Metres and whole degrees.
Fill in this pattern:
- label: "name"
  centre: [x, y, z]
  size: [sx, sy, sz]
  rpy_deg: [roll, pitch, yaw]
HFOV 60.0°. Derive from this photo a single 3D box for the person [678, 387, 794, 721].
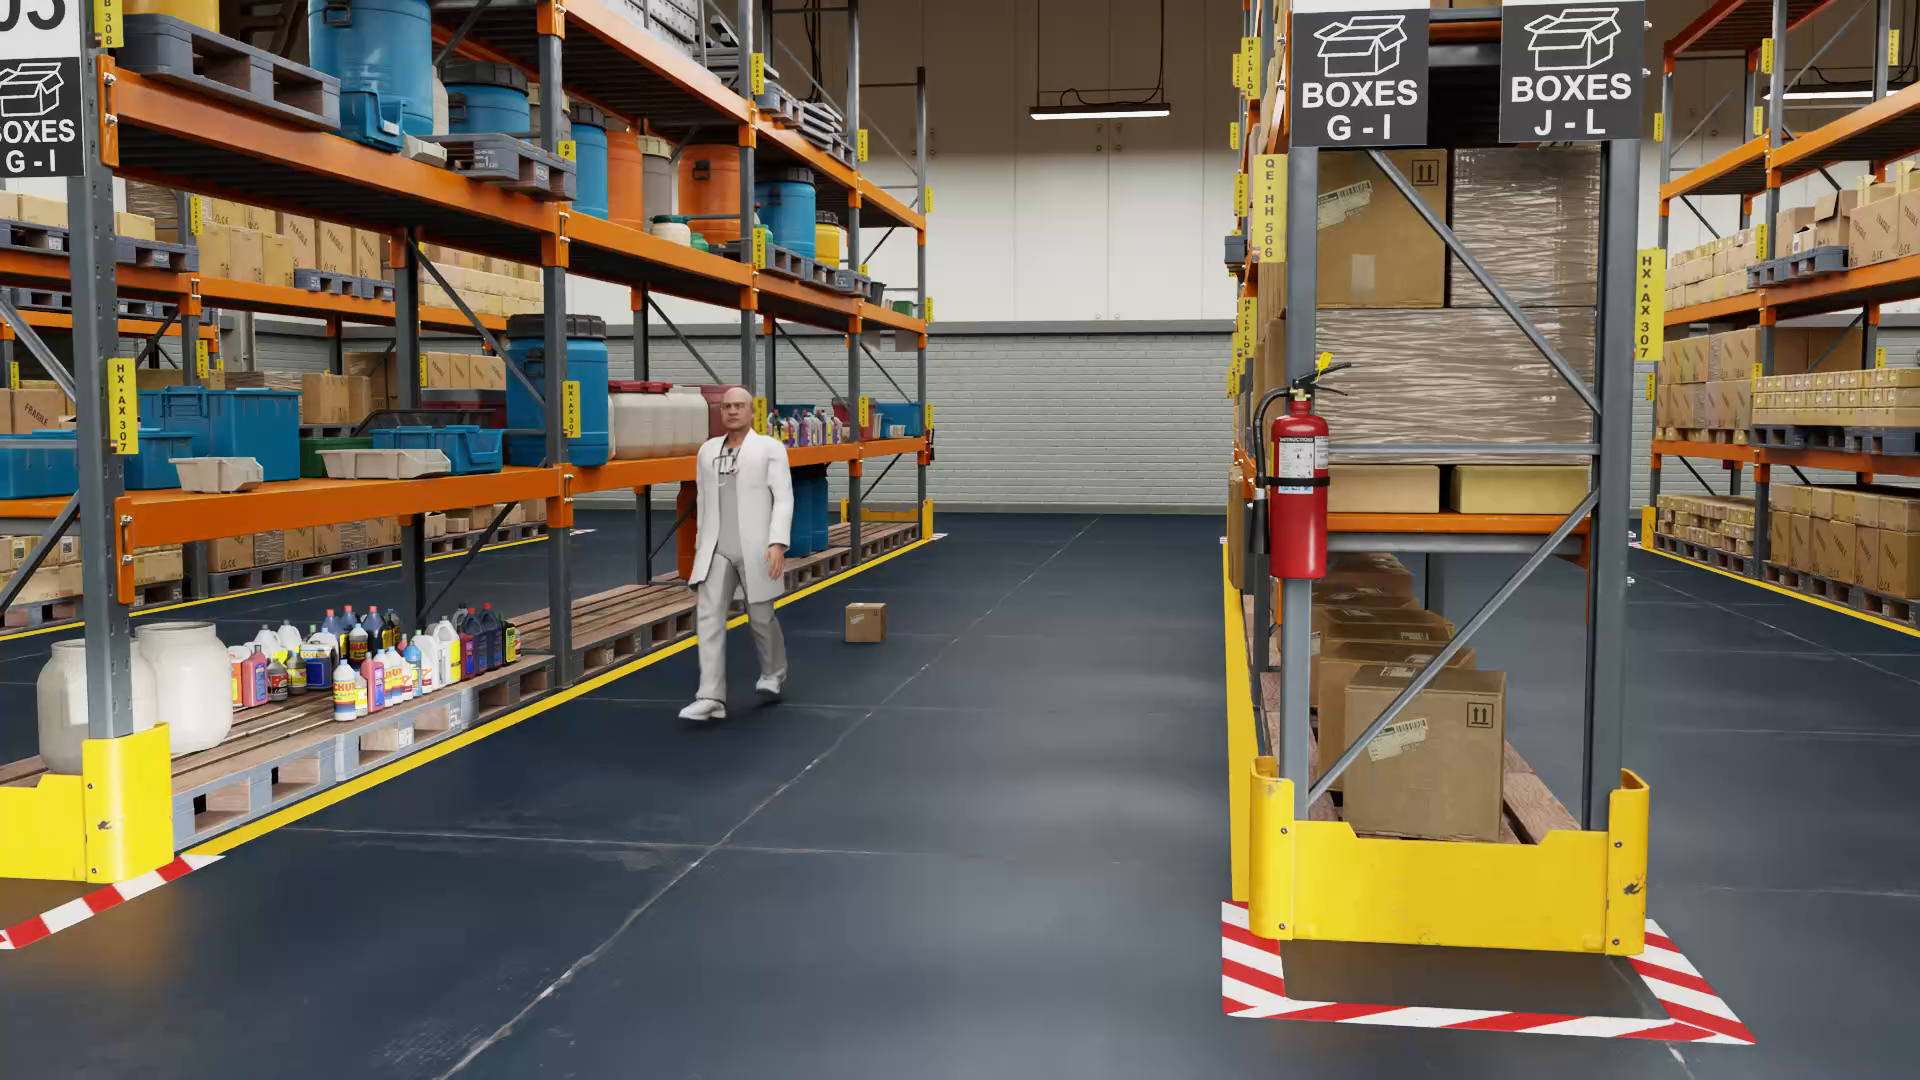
- label: "person"
  centre: [-1.171, 0.054, 8.870]
  size: [0.609, 1.733, 1.102]
  rpy_deg: [1, 4, 11]
